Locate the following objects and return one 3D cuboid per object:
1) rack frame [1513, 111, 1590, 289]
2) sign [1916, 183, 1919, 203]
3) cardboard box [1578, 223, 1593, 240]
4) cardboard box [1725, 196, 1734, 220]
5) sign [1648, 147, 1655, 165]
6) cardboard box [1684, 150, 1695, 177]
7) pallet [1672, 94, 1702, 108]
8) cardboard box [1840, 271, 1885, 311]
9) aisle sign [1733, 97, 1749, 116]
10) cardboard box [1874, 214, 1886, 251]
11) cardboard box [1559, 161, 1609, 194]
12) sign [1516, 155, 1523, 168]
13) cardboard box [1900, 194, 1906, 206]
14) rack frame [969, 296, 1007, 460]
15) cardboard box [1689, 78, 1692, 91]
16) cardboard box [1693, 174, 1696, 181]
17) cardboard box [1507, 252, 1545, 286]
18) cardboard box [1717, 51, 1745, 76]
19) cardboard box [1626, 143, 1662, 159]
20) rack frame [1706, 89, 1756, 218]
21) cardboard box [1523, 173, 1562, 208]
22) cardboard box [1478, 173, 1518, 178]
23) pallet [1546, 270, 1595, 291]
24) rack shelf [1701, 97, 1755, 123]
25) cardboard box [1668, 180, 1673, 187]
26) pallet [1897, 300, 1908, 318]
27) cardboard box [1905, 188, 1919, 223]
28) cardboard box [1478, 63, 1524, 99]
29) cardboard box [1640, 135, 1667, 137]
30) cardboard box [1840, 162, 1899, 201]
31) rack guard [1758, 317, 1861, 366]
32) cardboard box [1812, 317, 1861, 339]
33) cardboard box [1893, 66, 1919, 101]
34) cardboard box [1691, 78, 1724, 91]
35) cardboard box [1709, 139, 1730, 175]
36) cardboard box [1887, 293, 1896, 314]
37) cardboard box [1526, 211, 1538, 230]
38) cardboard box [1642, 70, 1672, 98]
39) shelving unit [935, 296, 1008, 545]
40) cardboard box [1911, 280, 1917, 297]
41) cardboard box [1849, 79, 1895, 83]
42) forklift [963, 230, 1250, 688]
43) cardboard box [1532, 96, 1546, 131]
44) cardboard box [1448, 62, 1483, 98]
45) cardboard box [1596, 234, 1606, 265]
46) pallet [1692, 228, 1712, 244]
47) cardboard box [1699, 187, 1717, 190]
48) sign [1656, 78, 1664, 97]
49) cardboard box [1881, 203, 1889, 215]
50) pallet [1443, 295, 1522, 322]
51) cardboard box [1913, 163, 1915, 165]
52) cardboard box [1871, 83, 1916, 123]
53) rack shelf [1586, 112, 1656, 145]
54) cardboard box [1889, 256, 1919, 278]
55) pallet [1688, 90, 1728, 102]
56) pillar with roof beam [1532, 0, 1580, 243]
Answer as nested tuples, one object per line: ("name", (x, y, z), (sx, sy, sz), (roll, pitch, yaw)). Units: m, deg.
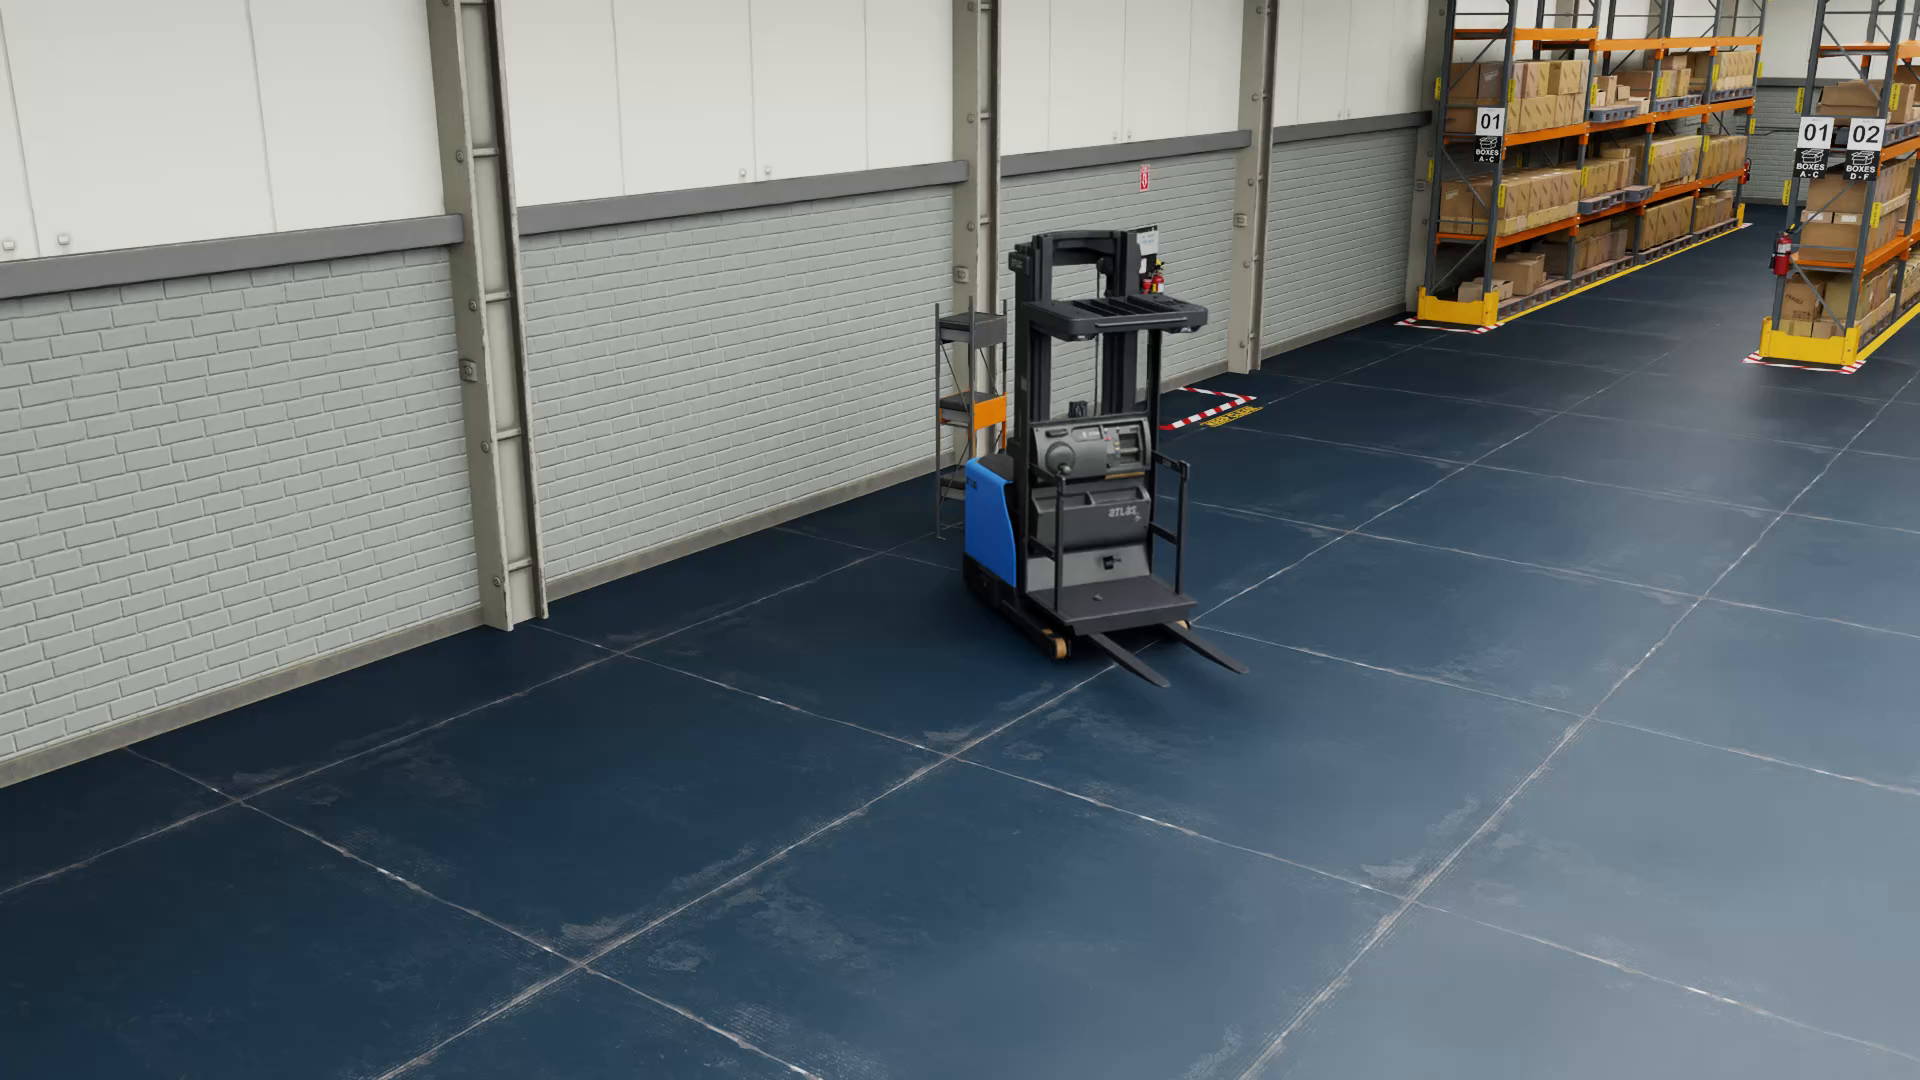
("rack frame", (9.974, -5.739, 28.165), (1.000, 3.000, 0.127), (12, 21, 35))
("sign", (14.401, -5.218, 24.894), (0.100, 0.325, 0.005), (12, 21, 35))
("cardboard box", (10.966, -5.521, 29.674), (0.500, 0.250, 0.500), (12, 21, 33))
("cardboard box", (16.787, -7.419, 37.084), (0.700, 0.500, 0.500), (12, 21, 35))
("sign", (12.799, -7.113, 30.772), (0.100, 0.325, 0.005), (12, 21, 35))
("cardboard box", (14.372, -7.566, 33.345), (0.500, 0.500, 0.500), (13, 21, 35))
("pallet", (14.234, -8.758, 33.153), (0.805, 0.209, 1.217), (11, 21, 33))
("cardboard box", (12.965, -3.602, 23.949), (0.500, 0.500, 0.500), (12, 21, 35))
("aisle sign", (17.408, -9.802, 36.868), (0.394, 0.787, 0.004), (12, 21, 35))
("cardboard box", (12.780, -4.437, 23.806), (0.700, 0.500, 0.500), (13, 22, 36))
("cardboard box", (11.011, -6.406, 29.403), (0.700, 0.500, 0.500), (16, 24, 42))
("sign", (9.526, -6.389, 28.307), (0.100, 0.325, 0.005), (12, 21, 35))
("cardboard box", (13.816, -5.060, 24.719), (0.380, 0.149, 0.250), (12, 21, 34))
("rack frame", (0.244, -1.100, 14.746), (0.400, 2.100, 0.015), (12, 21, 35))
("cardboard box", (14.960, -9.458, 34.460), (0.500, 0.250, 0.500), (13, 21, 35))
("cardboard box", (14.767, -7.403, 33.915), (0.380, 0.149, 0.250), (13, 21, 35))
("cardboard box", (9.388, -4.501, 27.652), (0.500, 0.500, 0.500), (11, 20, 31))
("cardboard box", (16.296, -10.098, 35.259), (0.500, 0.500, 0.500), (11, 21, 32))
("cardboard box", (12.852, -7.318, 31.284), (0.500, 0.250, 0.500), (13, 22, 36))
("rack frame", (17.124, -8.597, 37.369), (1.000, 3.000, 0.127), (12, 21, 35))
("cardboard box", (9.339, -5.629, 26.768), (0.500, 0.500, 0.500), (12, 21, 33))
("cardboard box", (8.613, -5.594, 26.653), (0.500, 0.500, 0.500), (13, 21, 35))
("pallet", (10.437, -4.593, 29.177), (1.003, 0.211, 1.213), (12, 21, 35))
("rack shelf", (15.933, -9.209, 35.497), (1.077, 0.370, 4.000), (12, 21, 35))
("cardboard box", (13.807, -7.047, 32.768), (0.380, 0.149, 0.250), (13, 22, 36))
("pallet", (14.362, -3.715, 26.350), (1.003, 0.211, 1.213), (12, 21, 35))
("cardboard box", (15.351, -5.462, 27.106), (0.500, 0.500, 0.500), (11, 20, 32))
("cardboard box", (8.015, -6.802, 24.644), (0.500, 0.500, 0.500), (11, 20, 31))
("cardboard box", (13.951, -8.012, 33.518), (0.500, 0.250, 0.500), (13, 21, 35))
("cardboard box", (13.096, -5.185, 24.026), (0.700, 0.500, 0.500), (12, 21, 35))
("rack guard", (11.557, -2.712, 22.634), (1.175, 0.500, 0.348), (12, 21, 35))
("cardboard box", (12.070, -2.887, 22.912), (0.500, 0.250, 0.500), (12, 21, 35))
("cardboard box", (14.354, -6.924, 25.204), (0.500, 0.500, 0.500), (13, 21, 35))
("cardboard box", (15.364, -9.371, 34.181), (0.500, 0.250, 0.500), (12, 21, 35))
("cardboard box", (15.942, -8.261, 35.784), (0.980, 0.700, 0.700), (11, 20, 32))
("cardboard box", (13.854, -3.602, 25.215), (0.500, 0.250, 0.500), (12, 21, 35))
("cardboard box", (8.743, -5.030, 26.104), (0.500, 0.250, 0.500), (12, 21, 34))
("cardboard box", (13.214, -8.772, 31.966), (0.700, 0.500, 0.500), (14, 22, 37))
("shelving unit", (0.099, -1.042, 14.559), (0.431, 2.100, 0.503), (12, 21, 35))
("cardboard box", (15.006, -4.049, 26.653), (0.500, 0.250, 0.500), (12, 21, 33))
("cardboard box", (13.443, -6.538, 24.570), (0.500, 0.500, 0.500), (15, 22, 39))
("forklift", (1.055, -0.677, 11.982), (1.130, 2.935, 3.031), (-7, 19, -21))
("cardboard box", (8.646, -6.557, 25.541), (0.500, 0.500, 0.500), (14, 22, 37))
("cardboard box", (7.638, -6.902, 24.966), (0.500, 0.500, 0.500), (14, 22, 37))
("cardboard box", (11.297, -5.301, 30.231), (0.700, 0.500, 0.500), (12, 21, 34))
("pallet", (15.257, -6.480, 35.253), (1.003, 0.211, 1.213), (12, 21, 35))
("cardboard box", (16.701, -7.794, 37.197), (0.380, 0.149, 0.250), (13, 21, 35))
("sign", (12.792, -8.274, 30.401), (0.100, 0.325, 0.005), (12, 21, 35))
("cardboard box", (12.895, -4.690, 23.527), (0.380, 0.149, 0.250), (13, 21, 35))
("pallet", (8.149, -3.659, 26.172), (1.003, 0.211, 1.213), (12, 21, 35))
("cardboard box", (17.321, -6.419, 29.480), (0.500, 0.500, 0.700), (-15, 23, -40))
("cardboard box", (12.780, -6.006, 22.857), (0.500, 0.500, 0.500), (12, 21, 35))
("rack shelf", (11.166, -7.304, 29.361), (1.077, 0.370, 4.000), (12, 21, 35))
("cardboard box", (15.316, -4.440, 26.967), (0.500, 0.311, 0.500), (13, 22, 36))
("pallet", (15.237, -9.227, 34.491), (1.003, 0.211, 1.213), (12, 21, 35))
("pillar with roof beam", (14.346, -8.639, 27.389), (9.100, 9.000, 0.400), (12, 21, 35))
